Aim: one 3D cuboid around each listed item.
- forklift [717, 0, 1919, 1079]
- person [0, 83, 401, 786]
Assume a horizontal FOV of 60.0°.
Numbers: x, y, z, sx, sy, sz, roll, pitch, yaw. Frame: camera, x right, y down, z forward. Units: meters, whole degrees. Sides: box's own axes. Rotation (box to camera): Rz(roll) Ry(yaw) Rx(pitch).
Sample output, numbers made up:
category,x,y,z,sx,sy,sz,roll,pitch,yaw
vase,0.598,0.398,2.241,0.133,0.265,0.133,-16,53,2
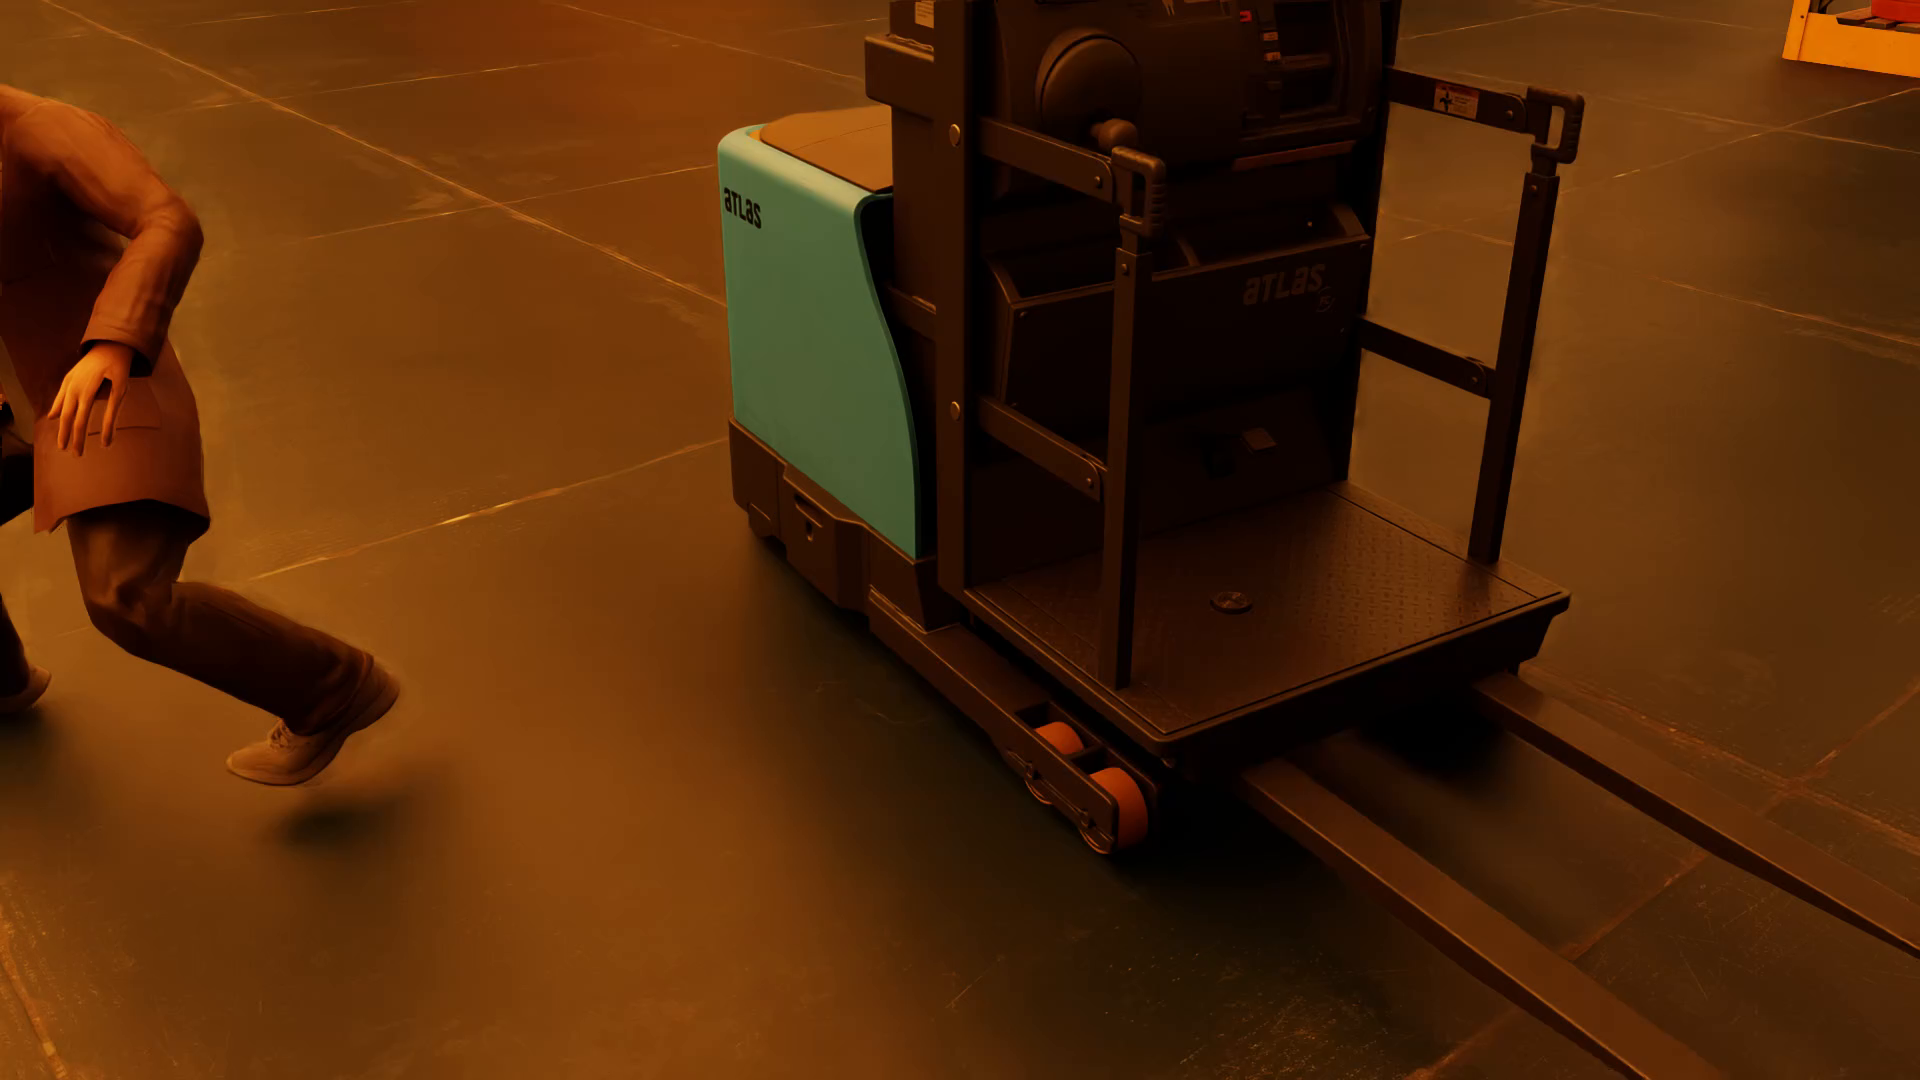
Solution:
category,x,y,z,sx,sy,sz,roll,pitch,yaw
forklift,0.573,-0.935,3.088,1.130,2.935,3.031,-15,30,-28
person,-1.820,-0.252,3.298,1.218,1.702,0.606,16,31,30
